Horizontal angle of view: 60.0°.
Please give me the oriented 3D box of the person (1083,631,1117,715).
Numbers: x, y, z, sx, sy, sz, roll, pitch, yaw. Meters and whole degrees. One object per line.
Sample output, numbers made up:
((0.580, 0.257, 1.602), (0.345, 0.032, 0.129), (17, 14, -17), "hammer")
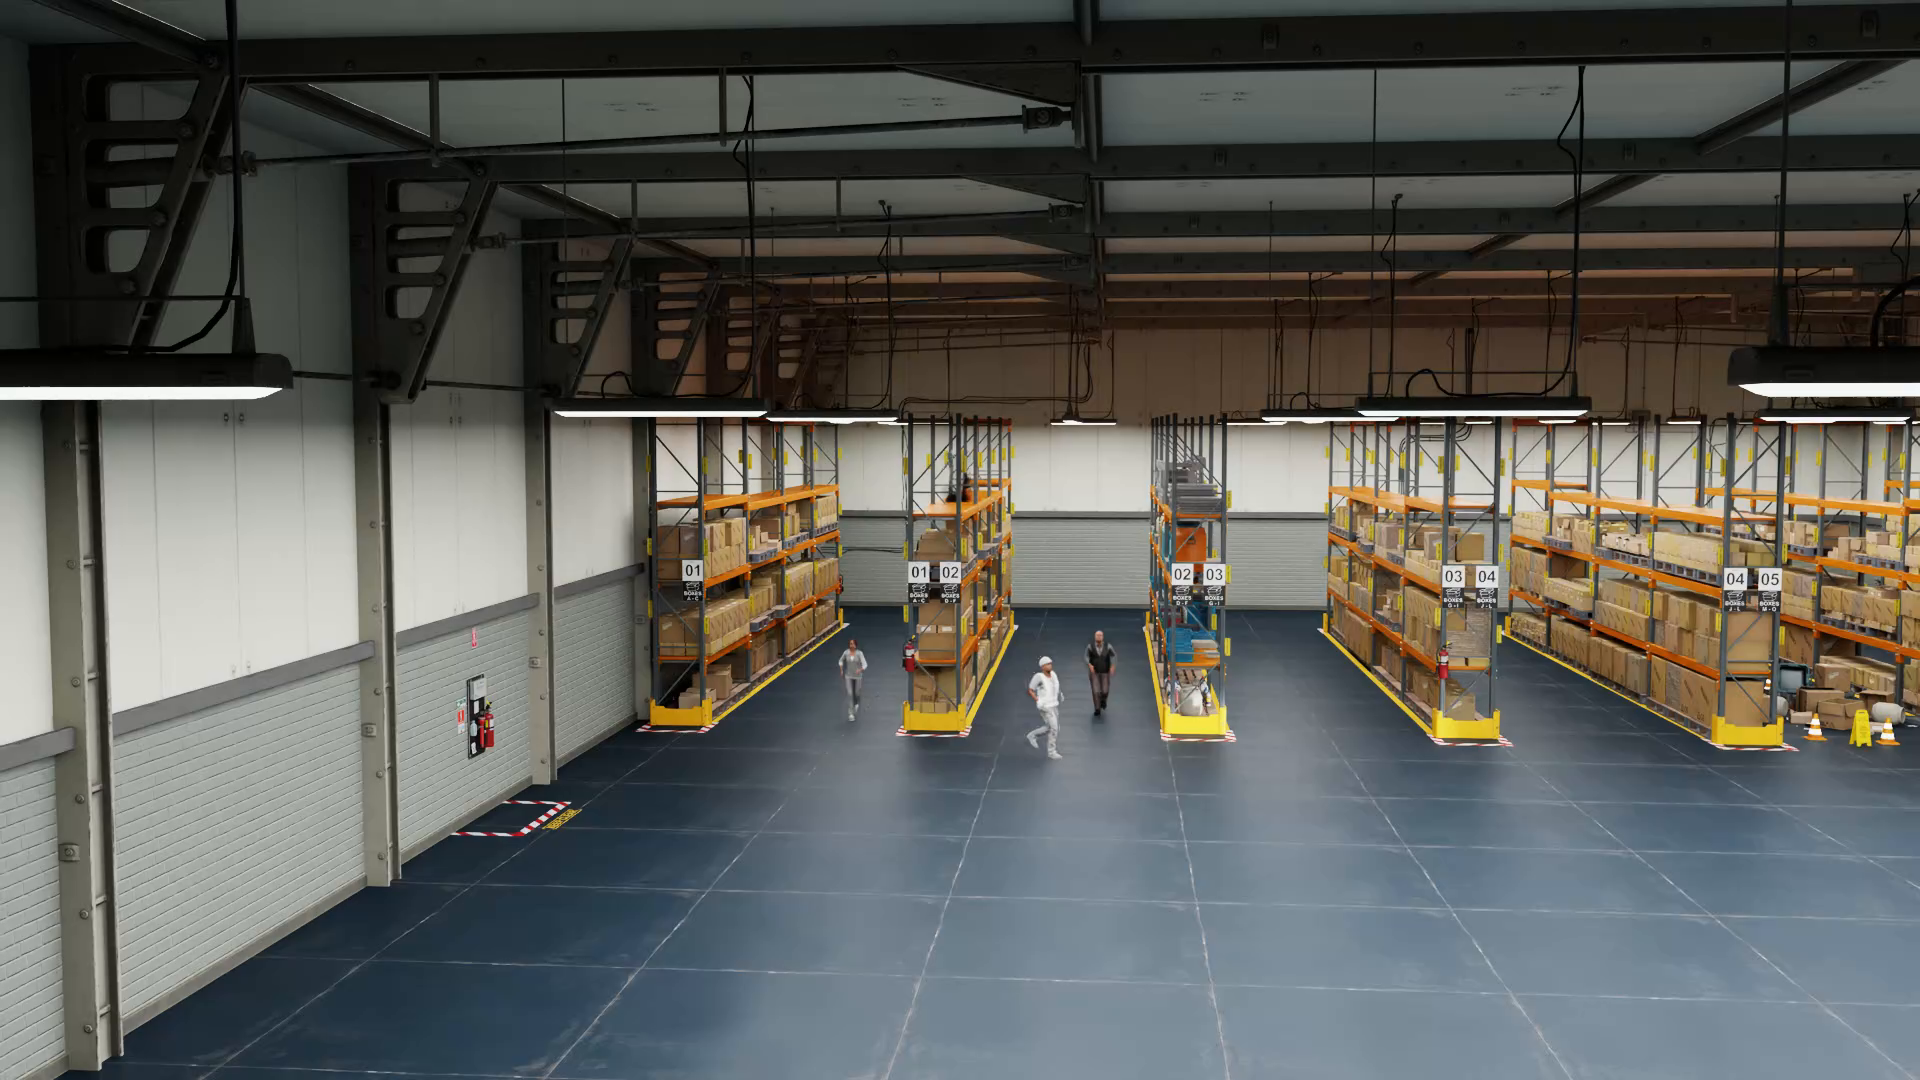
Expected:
((2.799, 2.651, 33.228), (0.692, 1.680, 0.599), (0, 4, 2), "person")

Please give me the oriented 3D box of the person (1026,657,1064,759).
((1.480, 2.904, 28.960), (0.749, 1.767, 0.674), (3, 5, 37), "person")

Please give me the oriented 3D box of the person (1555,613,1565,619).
((16.874, 1.781, 46.834), (0.717, 1.681, 0.559), (-2, 4, -31), "person")

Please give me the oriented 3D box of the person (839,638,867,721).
((-2.113, 2.719, 32.717), (0.559, 1.586, 0.855), (0, 4, -2), "person")
